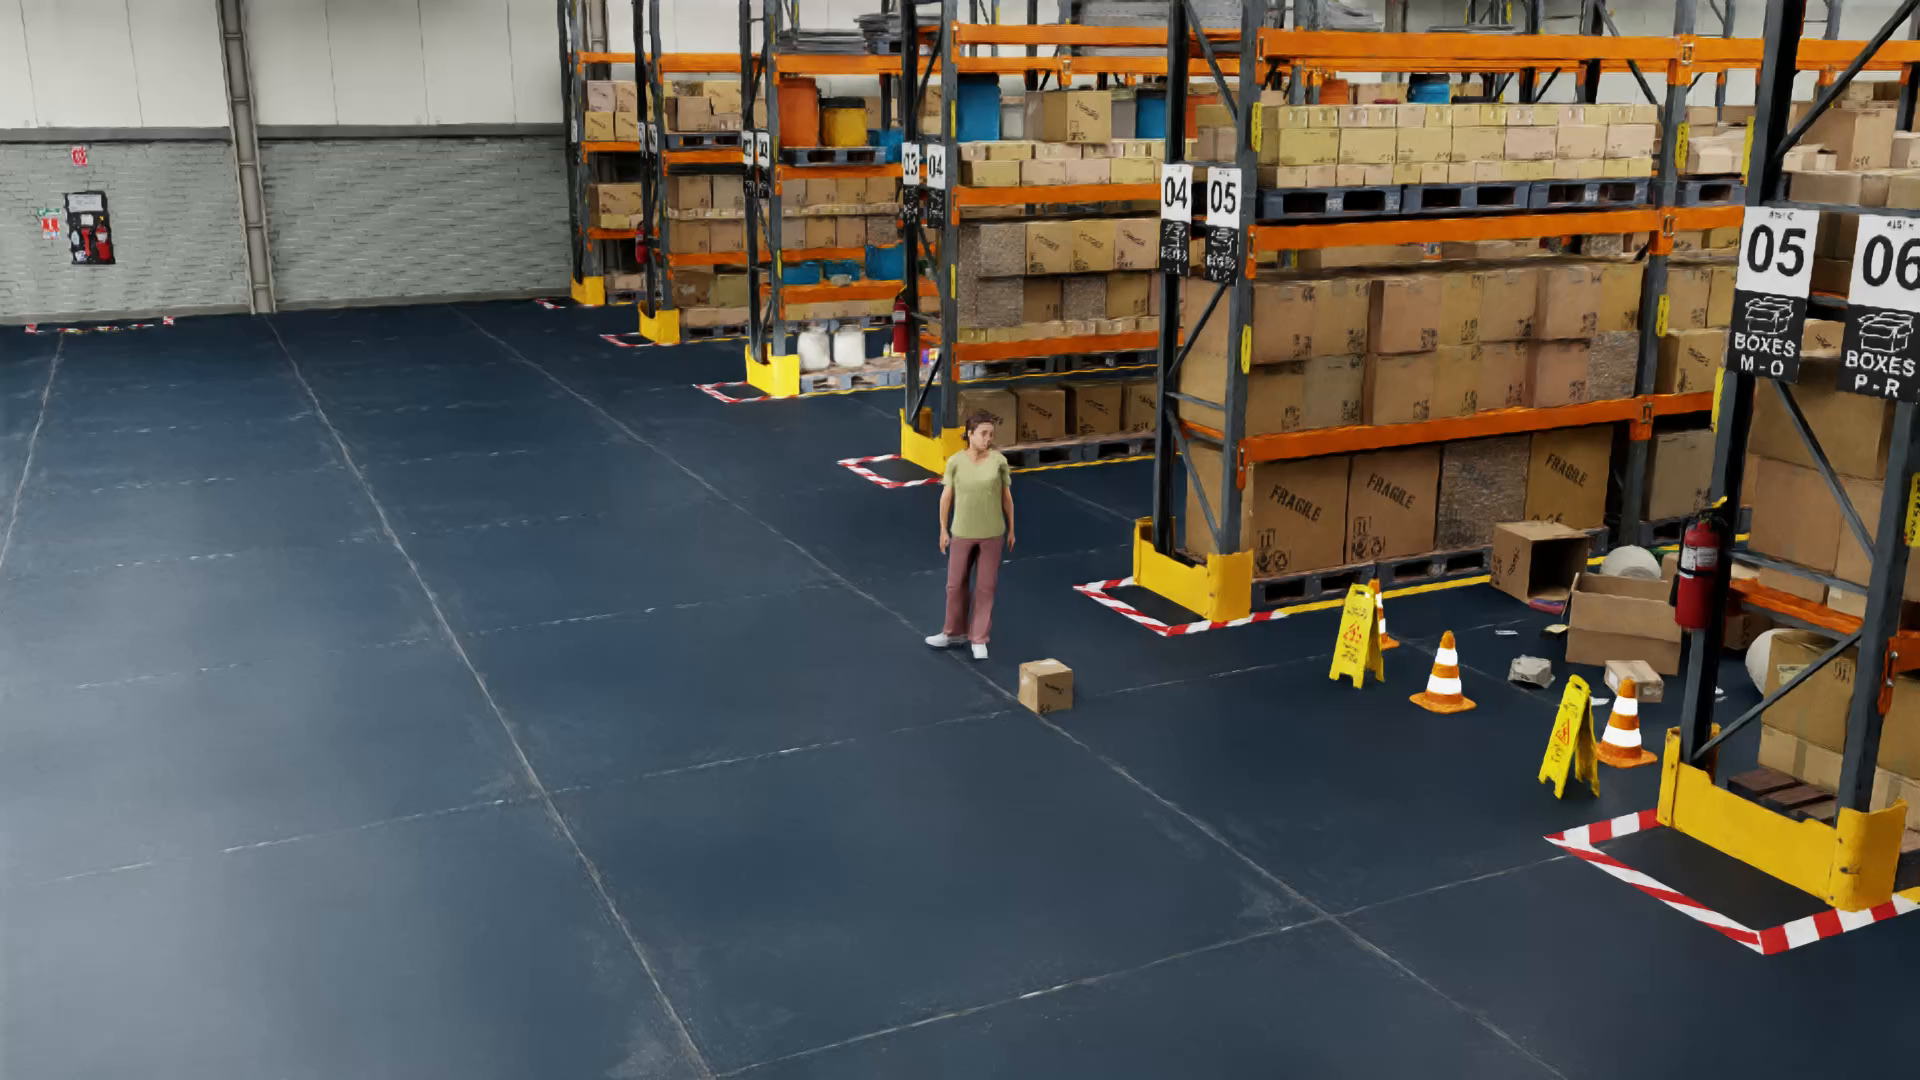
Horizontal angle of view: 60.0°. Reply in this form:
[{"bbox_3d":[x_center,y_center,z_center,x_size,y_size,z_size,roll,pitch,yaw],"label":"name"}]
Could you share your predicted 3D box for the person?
[{"bbox_3d":[0.064,-0.033,11.149,0.609,1.644,0.435,0,15,0],"label":"person"}]
